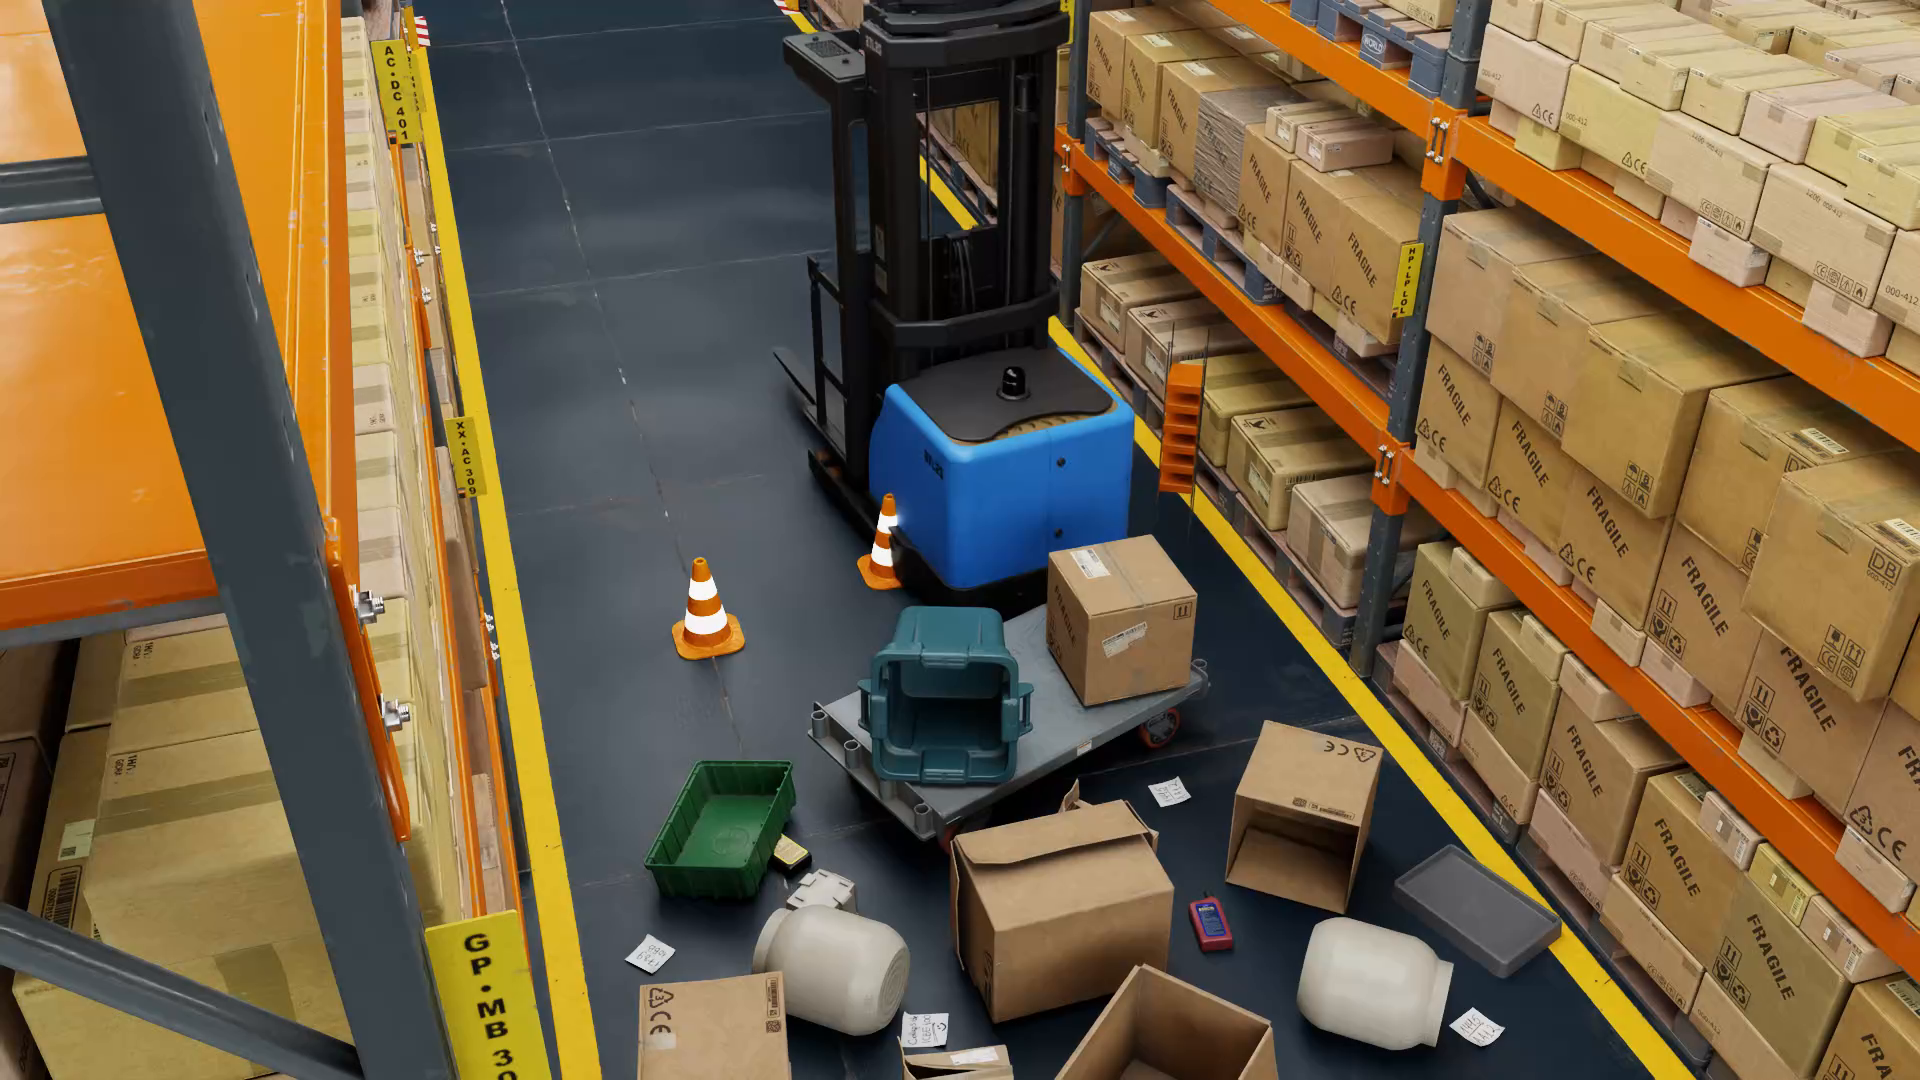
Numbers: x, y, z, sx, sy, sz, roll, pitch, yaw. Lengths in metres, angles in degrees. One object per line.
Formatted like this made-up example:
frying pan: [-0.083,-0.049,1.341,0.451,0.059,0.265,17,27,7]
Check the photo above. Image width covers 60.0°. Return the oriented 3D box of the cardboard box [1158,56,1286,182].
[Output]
cardboard box: [1.424,-2.307,9.099,0.500,0.500,0.500,-9,35,-14]

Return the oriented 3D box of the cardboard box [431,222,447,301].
cardboard box: [-3.640,-1.716,10.832,0.500,0.500,0.500,-10,35,-14]

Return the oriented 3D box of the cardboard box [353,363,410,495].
cardboard box: [-1.178,-0.165,2.910,0.380,0.149,0.250,-11,35,-16]

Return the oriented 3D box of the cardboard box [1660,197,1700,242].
cardboard box: [2.571,-1.094,5.512,0.380,0.149,0.250,-11,35,-16]

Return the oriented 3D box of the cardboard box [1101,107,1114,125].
cardboard box: [1.095,-2.660,10.221,0.380,0.149,0.250,-12,35,-17]

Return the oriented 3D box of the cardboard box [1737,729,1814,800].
cardboard box: [2.838,0.694,5.527,0.380,0.149,0.250,-10,35,-15]

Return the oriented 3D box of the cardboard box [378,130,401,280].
cardboard box: [-1.742,-0.855,4.316,0.500,0.250,0.500,-10,35,-15]

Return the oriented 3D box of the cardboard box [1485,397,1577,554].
cardboard box: [2.437,-0.320,6.472,0.500,0.500,0.500,-10,35,-15]

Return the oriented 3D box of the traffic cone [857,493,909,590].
traffic cone: [-0.359,-0.033,8.699,0.336,0.463,0.334,-10,35,-15]

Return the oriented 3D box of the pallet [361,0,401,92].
pallet: [-2.920,-2.163,7.072,1.003,0.211,1.213,-8,34,-13]

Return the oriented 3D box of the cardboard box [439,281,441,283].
cardboard box: [-3.490,-1.754,10.209,0.500,0.250,0.500,-12,35,-17]

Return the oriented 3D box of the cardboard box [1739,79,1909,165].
cardboard box: [2.628,-1.276,5.063,0.380,0.149,0.250,-11,35,-15]

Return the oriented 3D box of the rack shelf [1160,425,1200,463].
rack shelf: [1.173,-0.519,8.848,0.180,0.103,0.258,7,34,10]

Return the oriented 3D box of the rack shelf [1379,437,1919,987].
rack shelf: [3.003,0.659,6.004,1.077,0.370,4.000,-10,35,-15]

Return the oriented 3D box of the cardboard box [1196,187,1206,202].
cardboard box: [1.524,-1.951,9.149,0.380,0.149,0.250,-9,34,-13]

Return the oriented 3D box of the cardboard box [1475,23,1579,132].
cardboard box: [2.266,-1.727,6.108,0.500,0.250,0.500,-11,35,-16]

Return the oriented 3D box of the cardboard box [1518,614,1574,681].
cardboard box: [2.455,0.398,6.591,0.380,0.149,0.250,-9,34,-13]

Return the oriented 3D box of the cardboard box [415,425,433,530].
cardboard box: [-1.333,-0.099,3.534,0.380,0.149,0.250,-10,35,-14]

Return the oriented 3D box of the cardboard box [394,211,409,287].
cardboard box: [-1.717,-0.764,4.540,0.380,0.149,0.250,-9,35,-14]

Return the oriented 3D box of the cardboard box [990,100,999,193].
cardboard box: [0.773,-2.926,12.323,0.875,0.875,0.875,-10,35,-14]

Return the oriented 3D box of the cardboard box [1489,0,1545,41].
cardboard box: [2.178,-1.950,6.084,0.380,0.149,0.250,-11,35,-16]

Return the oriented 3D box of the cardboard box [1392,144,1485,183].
cardboard box: [2.370,-1.590,8.013,0.500,0.500,0.500,-10,35,-15]

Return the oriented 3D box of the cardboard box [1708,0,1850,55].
cardboard box: [2.844,-1.766,5.804,0.380,0.149,0.250,-9,35,-14]

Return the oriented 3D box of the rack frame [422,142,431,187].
rack frame: [-4.731,-4.006,12.411,1.000,3.000,0.127,-10,35,-15]

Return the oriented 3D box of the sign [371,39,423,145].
sign: [-1.762,-1.400,5.206,0.100,0.325,0.005,-10,35,-15]

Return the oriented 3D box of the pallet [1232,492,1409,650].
pallet: [2.154,0.064,8.782,1.003,0.211,1.213,-10,35,-15]

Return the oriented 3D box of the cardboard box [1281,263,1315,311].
cardboard box: [1.797,-1.256,8.097,0.380,0.149,0.250,-11,35,-16]

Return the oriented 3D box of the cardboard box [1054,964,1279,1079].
cardboard box: [0.666,1.954,5.656,0.637,0.503,0.797,19,38,26]

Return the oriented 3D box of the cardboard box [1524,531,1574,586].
cardboard box: [2.462,0.027,6.536,0.380,0.149,0.250,-9,35,-13]

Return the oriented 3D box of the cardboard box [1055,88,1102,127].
cardboard box: [0.771,-2.951,10.950,0.500,0.250,0.500,-11,35,-16]

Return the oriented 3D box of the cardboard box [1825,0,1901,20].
cardboard box: [5.901,-3.453,10.895,0.380,0.149,0.250,-9,35,-13]

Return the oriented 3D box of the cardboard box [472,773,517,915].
cardboard box: [-1.444,0.990,3.735,0.875,0.550,0.550,-10,35,-15]

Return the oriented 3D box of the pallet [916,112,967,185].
pallet: [0.260,-3.336,13.926,1.003,0.211,1.213,-10,35,-15]

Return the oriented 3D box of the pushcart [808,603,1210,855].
pushcart: [0.237,0.812,7.498,1.648,0.377,0.936,-23,40,-31]

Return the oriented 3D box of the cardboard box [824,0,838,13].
cardboard box: [-0.971,-5.768,17.021,0.875,0.438,0.875,-11,35,-16]

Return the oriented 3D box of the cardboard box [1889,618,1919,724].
cardboard box: [3.102,0.327,4.586,0.700,0.500,0.500,-10,35,-14]

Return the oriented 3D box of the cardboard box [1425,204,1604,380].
cardboard box: [2.321,-1.007,6.605,0.700,0.500,0.500,-10,35,-15]

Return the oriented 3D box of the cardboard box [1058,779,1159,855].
cardboard box: [0.597,1.238,6.955,0.396,0.266,0.258,19,38,26]

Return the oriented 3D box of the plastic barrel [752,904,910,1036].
plastic barrel: [-0.483,1.607,6.254,0.512,0.421,0.421,13,36,18]

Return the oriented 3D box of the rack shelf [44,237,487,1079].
rack shelf: [-1.680,0.293,3.837,1.077,0.370,4.000,-10,35,-15]

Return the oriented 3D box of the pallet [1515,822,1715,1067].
pallet: [3.007,1.460,6.668,1.003,0.211,1.213,-10,35,-15]

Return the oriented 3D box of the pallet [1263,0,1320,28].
pallet: [1.987,-2.750,7.960,1.213,0.211,1.003,-10,35,-15]

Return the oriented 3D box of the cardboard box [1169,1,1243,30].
cardboard box: [1.576,-2.940,10.057,0.500,0.500,0.500,-11,35,-16]

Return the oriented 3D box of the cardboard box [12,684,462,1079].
cardboard box: [-0.973,0.468,2.314,0.500,0.250,0.500,-10,35,-15]

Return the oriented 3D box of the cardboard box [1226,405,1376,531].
cardboard box: [2.008,-0.422,8.990,0.950,0.372,0.625,-8,34,-12]

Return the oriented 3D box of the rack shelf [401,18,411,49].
rack shelf: [-5.341,-4.756,14.198,1.077,0.370,4.000,-10,35,-15]

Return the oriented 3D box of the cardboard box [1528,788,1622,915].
cardboard box: [2.654,1.192,6.657,0.500,0.250,0.500,-10,35,-15]

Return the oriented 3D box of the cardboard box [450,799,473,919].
cardboard box: [-0.948,0.563,2.532,0.380,0.149,0.250,-10,35,-14]

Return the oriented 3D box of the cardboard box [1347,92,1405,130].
cardboard box: [2.157,-2.162,8.291,0.380,0.149,0.250,-8,34,-12]

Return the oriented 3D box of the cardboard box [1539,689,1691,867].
cardboard box: [2.647,0.875,6.458,0.500,0.500,0.500,-8,34,-12]

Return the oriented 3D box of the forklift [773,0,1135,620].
forklift: [-0.220,-1.575,8.794,1.130,2.935,3.031,-15,36,-21]

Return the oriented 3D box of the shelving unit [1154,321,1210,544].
shelving unit: [1.173,-0.556,8.823,0.189,1.200,0.258,7,34,10]

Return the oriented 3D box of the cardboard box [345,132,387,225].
cardboard box: [-1.565,-0.832,3.920,0.380,0.149,0.250,-10,35,-15]

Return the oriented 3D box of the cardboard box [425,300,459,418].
cardboard box: [-2.499,-0.697,7.312,0.500,0.500,0.500,-10,35,-15]
